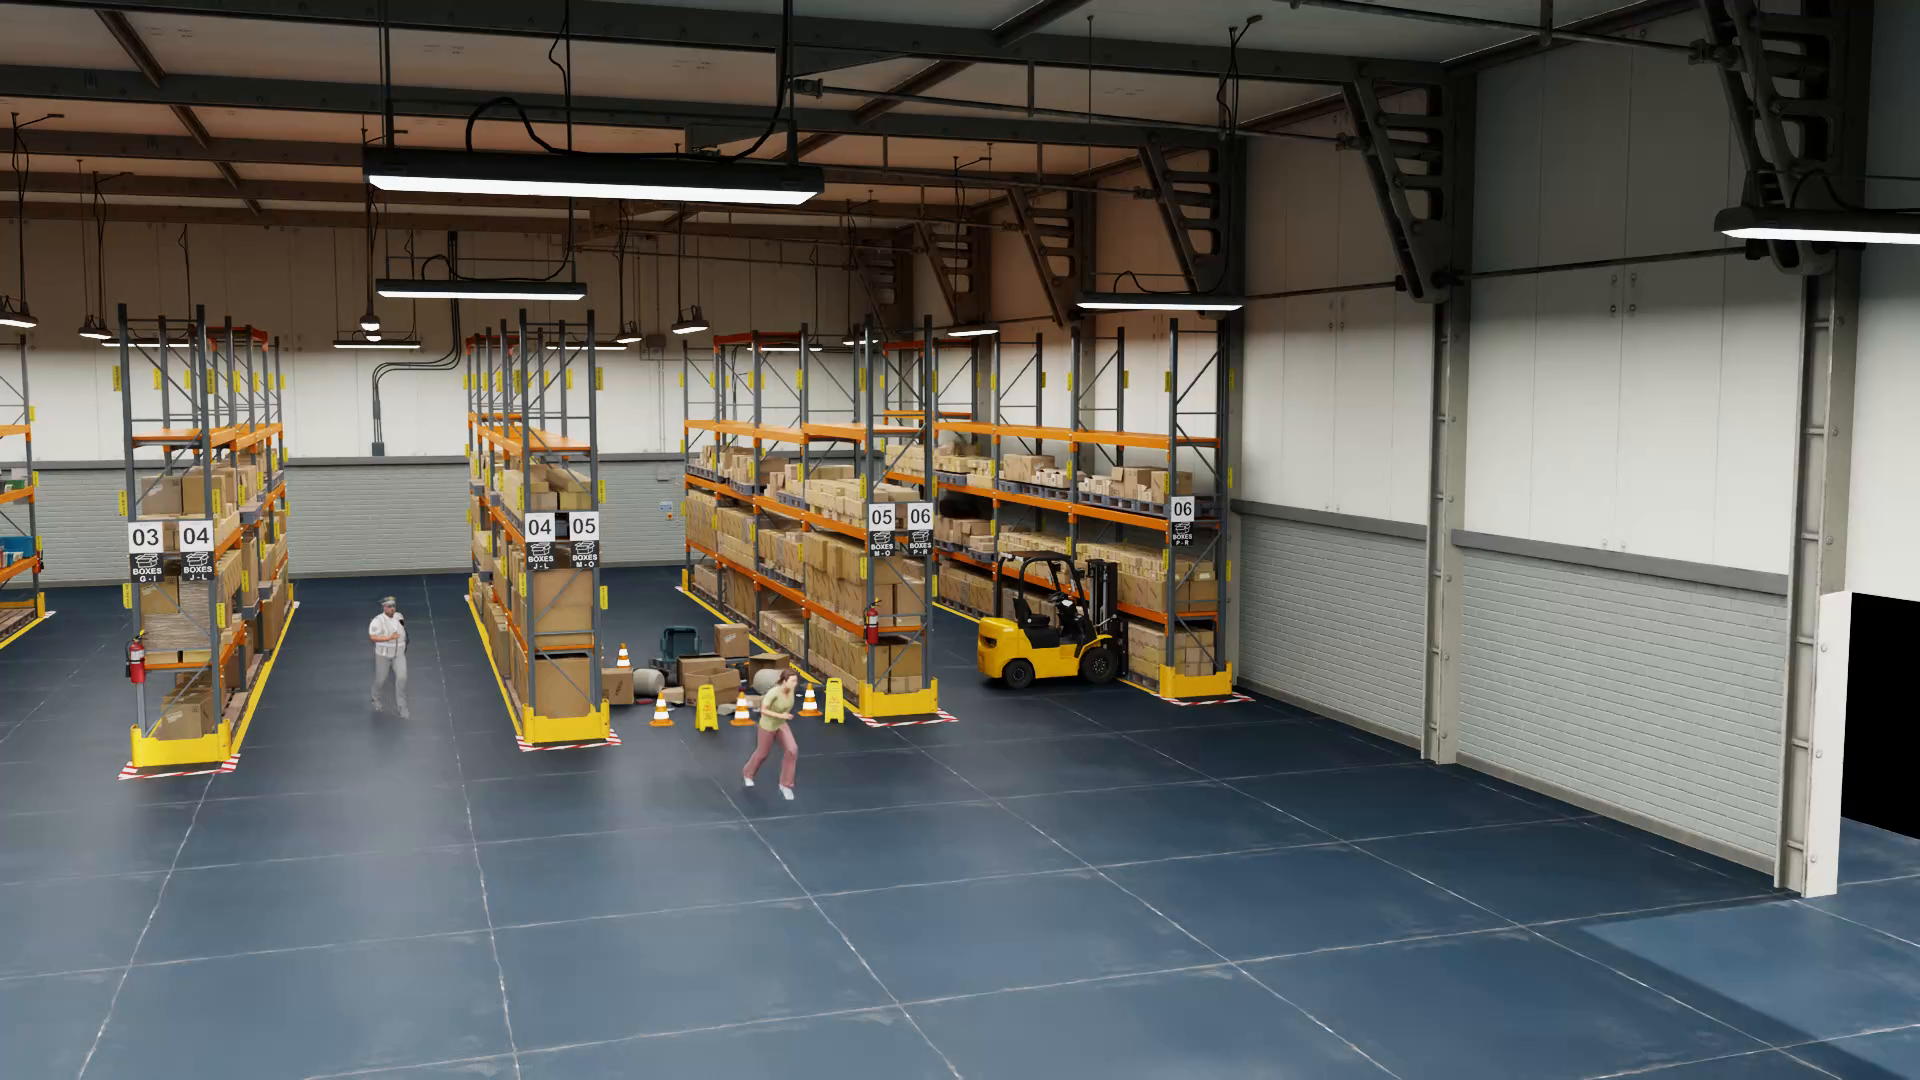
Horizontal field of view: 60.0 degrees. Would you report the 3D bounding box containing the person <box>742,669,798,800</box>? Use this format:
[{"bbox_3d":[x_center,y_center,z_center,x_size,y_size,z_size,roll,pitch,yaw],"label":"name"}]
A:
[{"bbox_3d":[-2.306,2.339,20.218,0.947,1.599,0.619,5,7,40],"label":"person"}]

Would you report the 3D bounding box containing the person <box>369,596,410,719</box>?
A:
[{"bbox_3d":[-8.597,1.735,25.015,0.641,1.816,0.915,-5,7,-43],"label":"person"}]
